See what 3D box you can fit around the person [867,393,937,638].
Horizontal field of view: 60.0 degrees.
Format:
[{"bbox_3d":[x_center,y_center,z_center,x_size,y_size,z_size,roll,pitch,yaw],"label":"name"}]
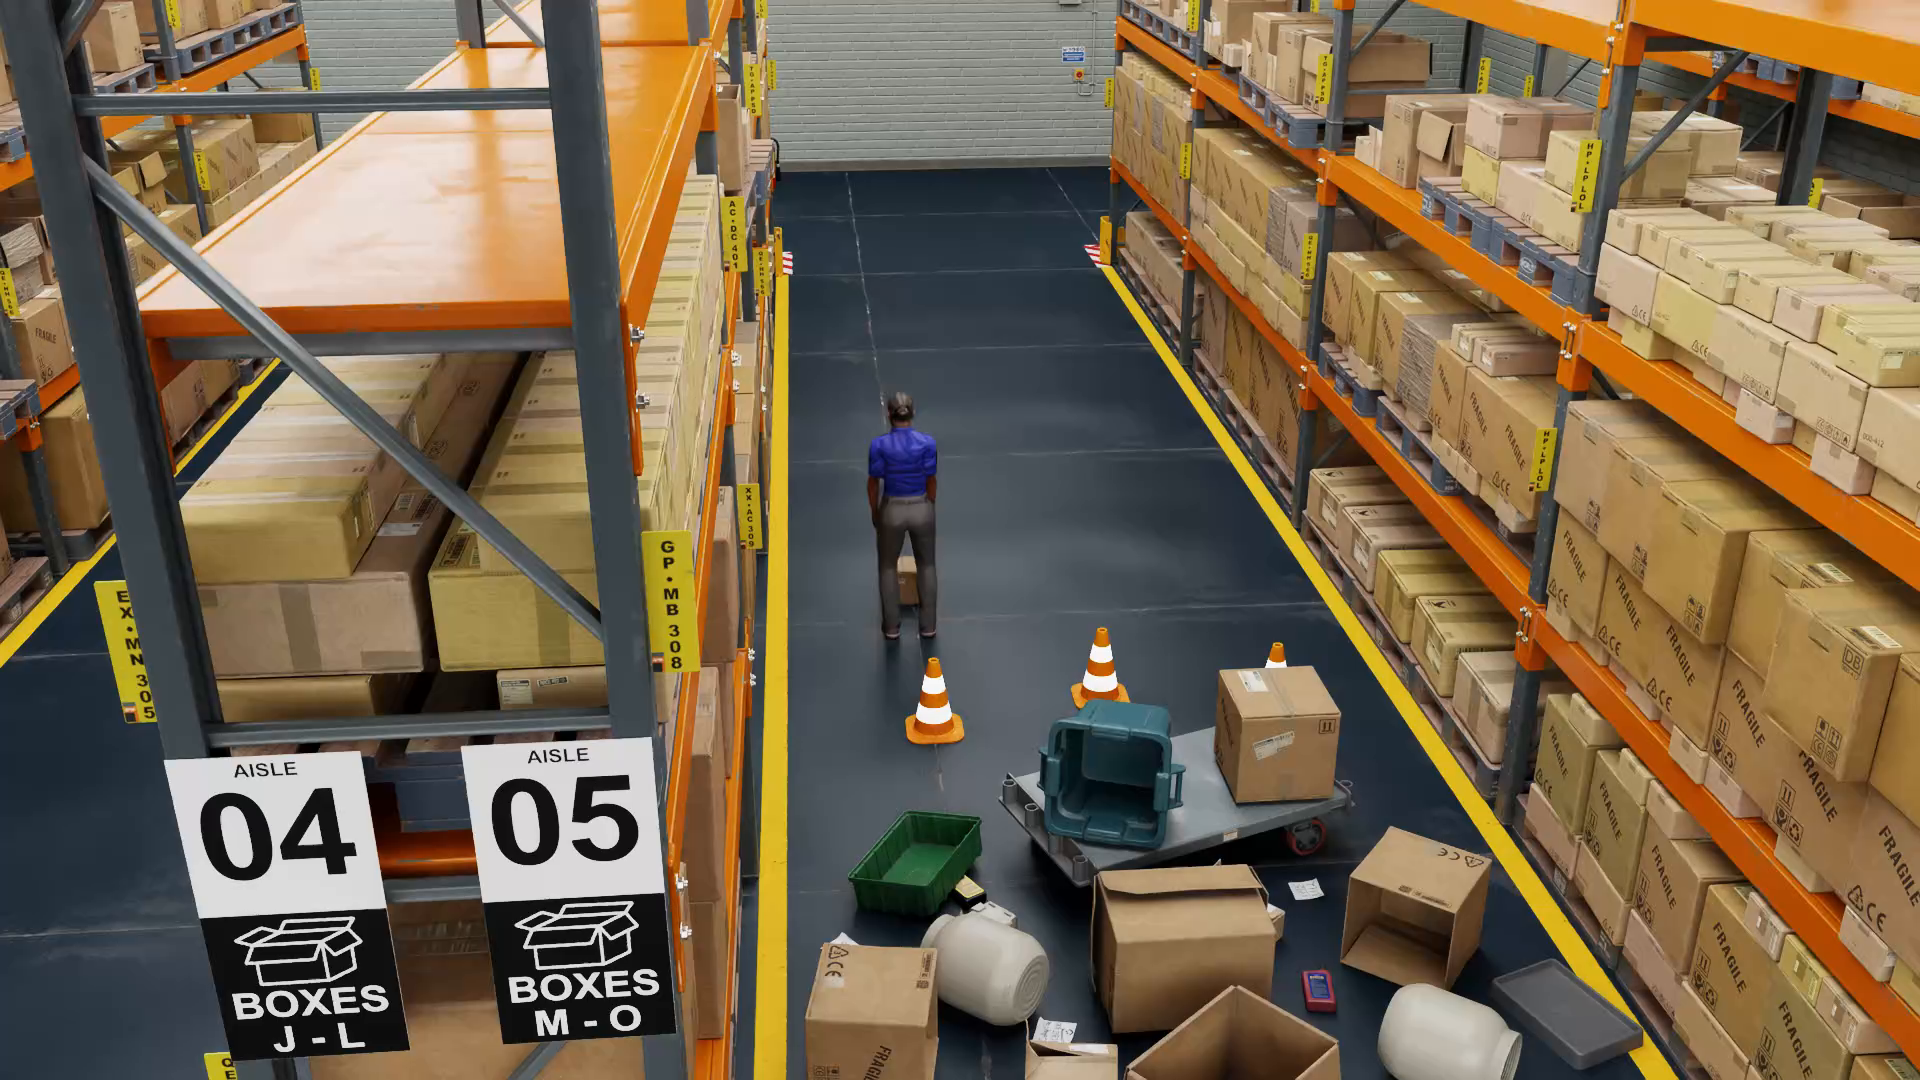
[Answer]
[{"bbox_3d":[-0.370,-0.142,10.681,0.447,1.631,0.337,-2,24,-4],"label":"person"}]
